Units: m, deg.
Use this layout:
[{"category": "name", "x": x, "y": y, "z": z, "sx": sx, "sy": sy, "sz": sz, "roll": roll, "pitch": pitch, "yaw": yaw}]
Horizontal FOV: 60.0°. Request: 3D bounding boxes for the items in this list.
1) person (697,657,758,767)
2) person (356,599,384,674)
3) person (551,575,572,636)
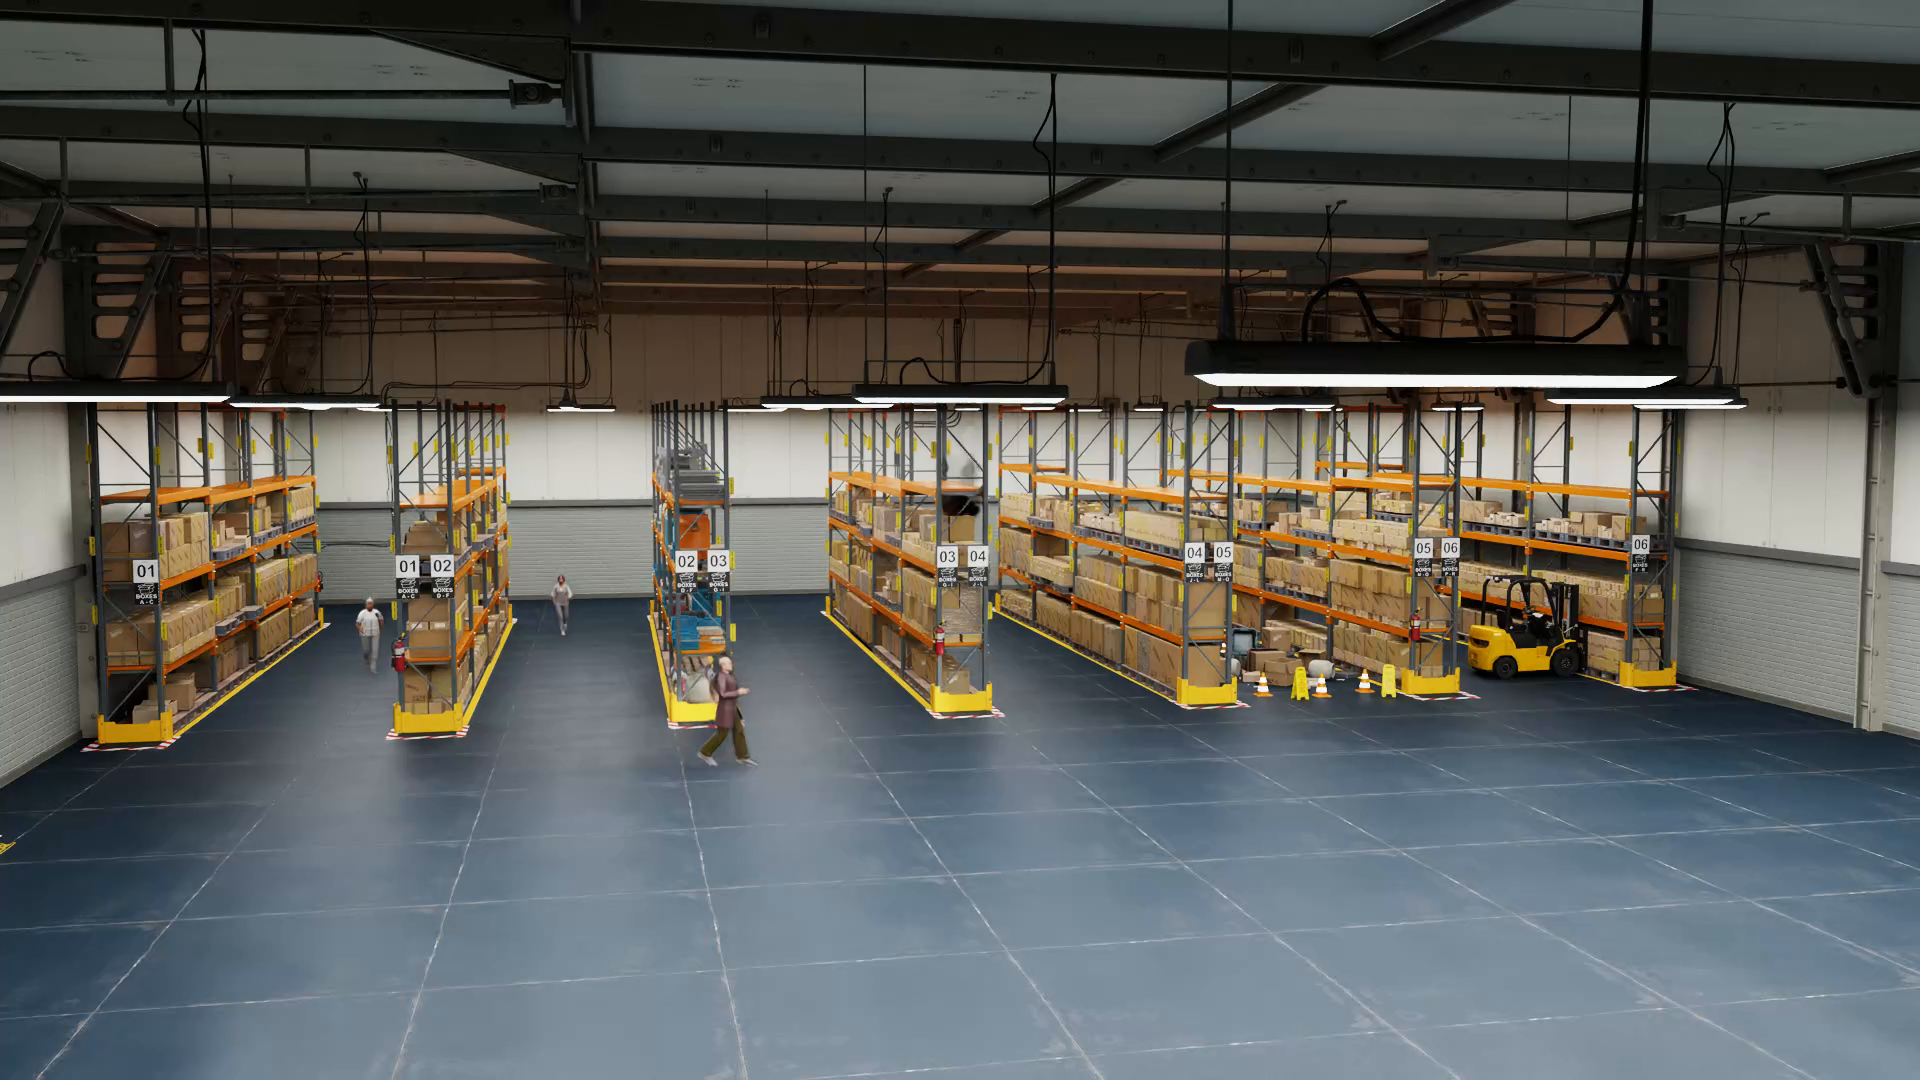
[{"category": "person", "x": -3.766, "y": 2.783, "z": 26.837, "sx": 0.981, "sy": 1.804, "sz": 0.698, "roll": 1, "pitch": 4, "yaw": 7}, {"category": "person", "x": -13.129, "y": 2.126, "z": 37.037, "sx": 0.608, "sy": 1.647, "sz": 0.759, "roll": -2, "pitch": 5, "yaw": -27}, {"category": "person", "x": -10.361, "y": 1.686, "z": 43.246, "sx": 0.535, "sy": 1.556, "sz": 0.665, "roll": -1, "pitch": 4, "yaw": -14}]
